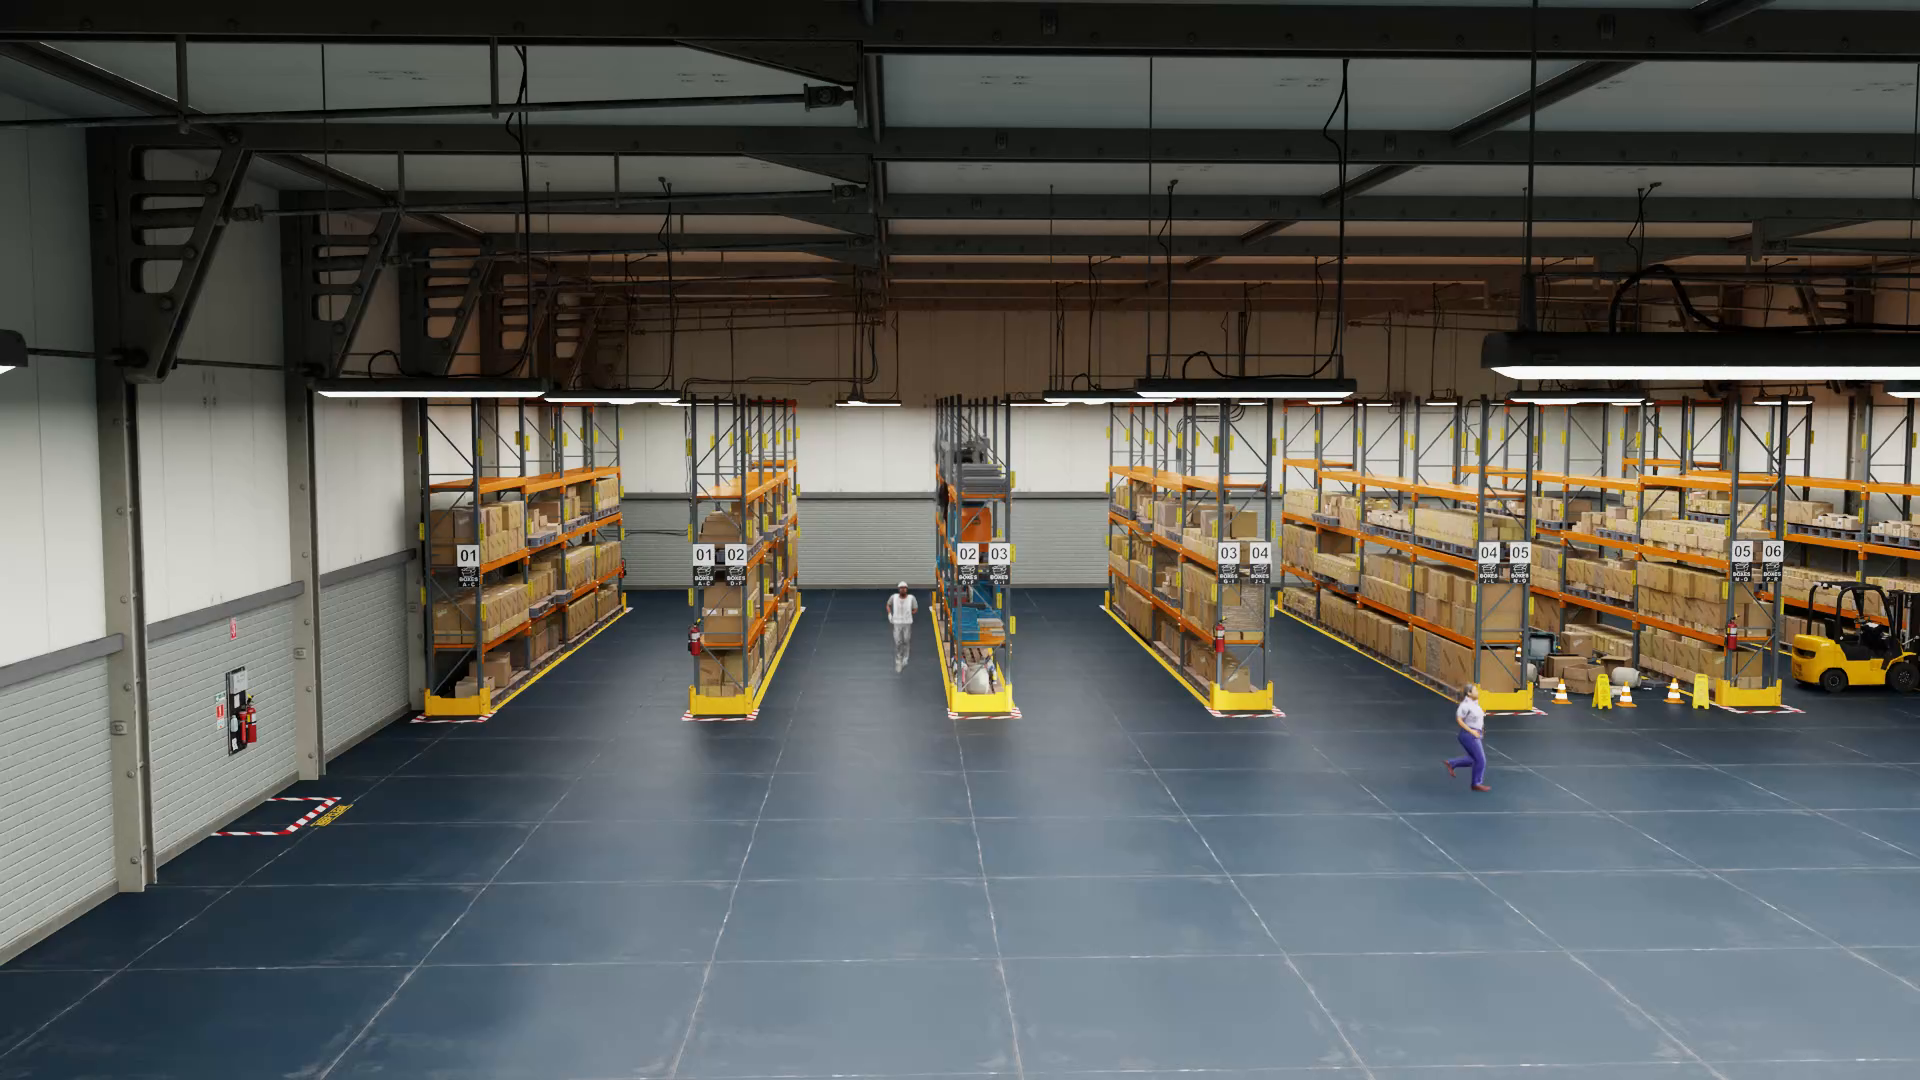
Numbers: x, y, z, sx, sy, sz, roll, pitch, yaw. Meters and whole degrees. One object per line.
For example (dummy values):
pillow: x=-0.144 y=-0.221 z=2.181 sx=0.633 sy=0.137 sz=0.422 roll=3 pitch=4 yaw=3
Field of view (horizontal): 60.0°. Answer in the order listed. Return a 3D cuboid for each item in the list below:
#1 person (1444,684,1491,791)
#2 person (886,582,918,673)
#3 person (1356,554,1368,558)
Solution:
person: x=7.630 y=2.949 z=25.002 sx=0.717 sy=1.598 sz=0.626 roll=3 pitch=5 yaw=30
person: x=-1.215 y=1.829 z=35.039 sx=0.668 sy=1.904 sz=0.641 roll=0 pitch=4 yaw=-2
person: x=11.356 y=1.056 z=47.737 sx=0.708 sy=1.749 sz=1.064 roll=-1 pitch=5 yaw=-10
